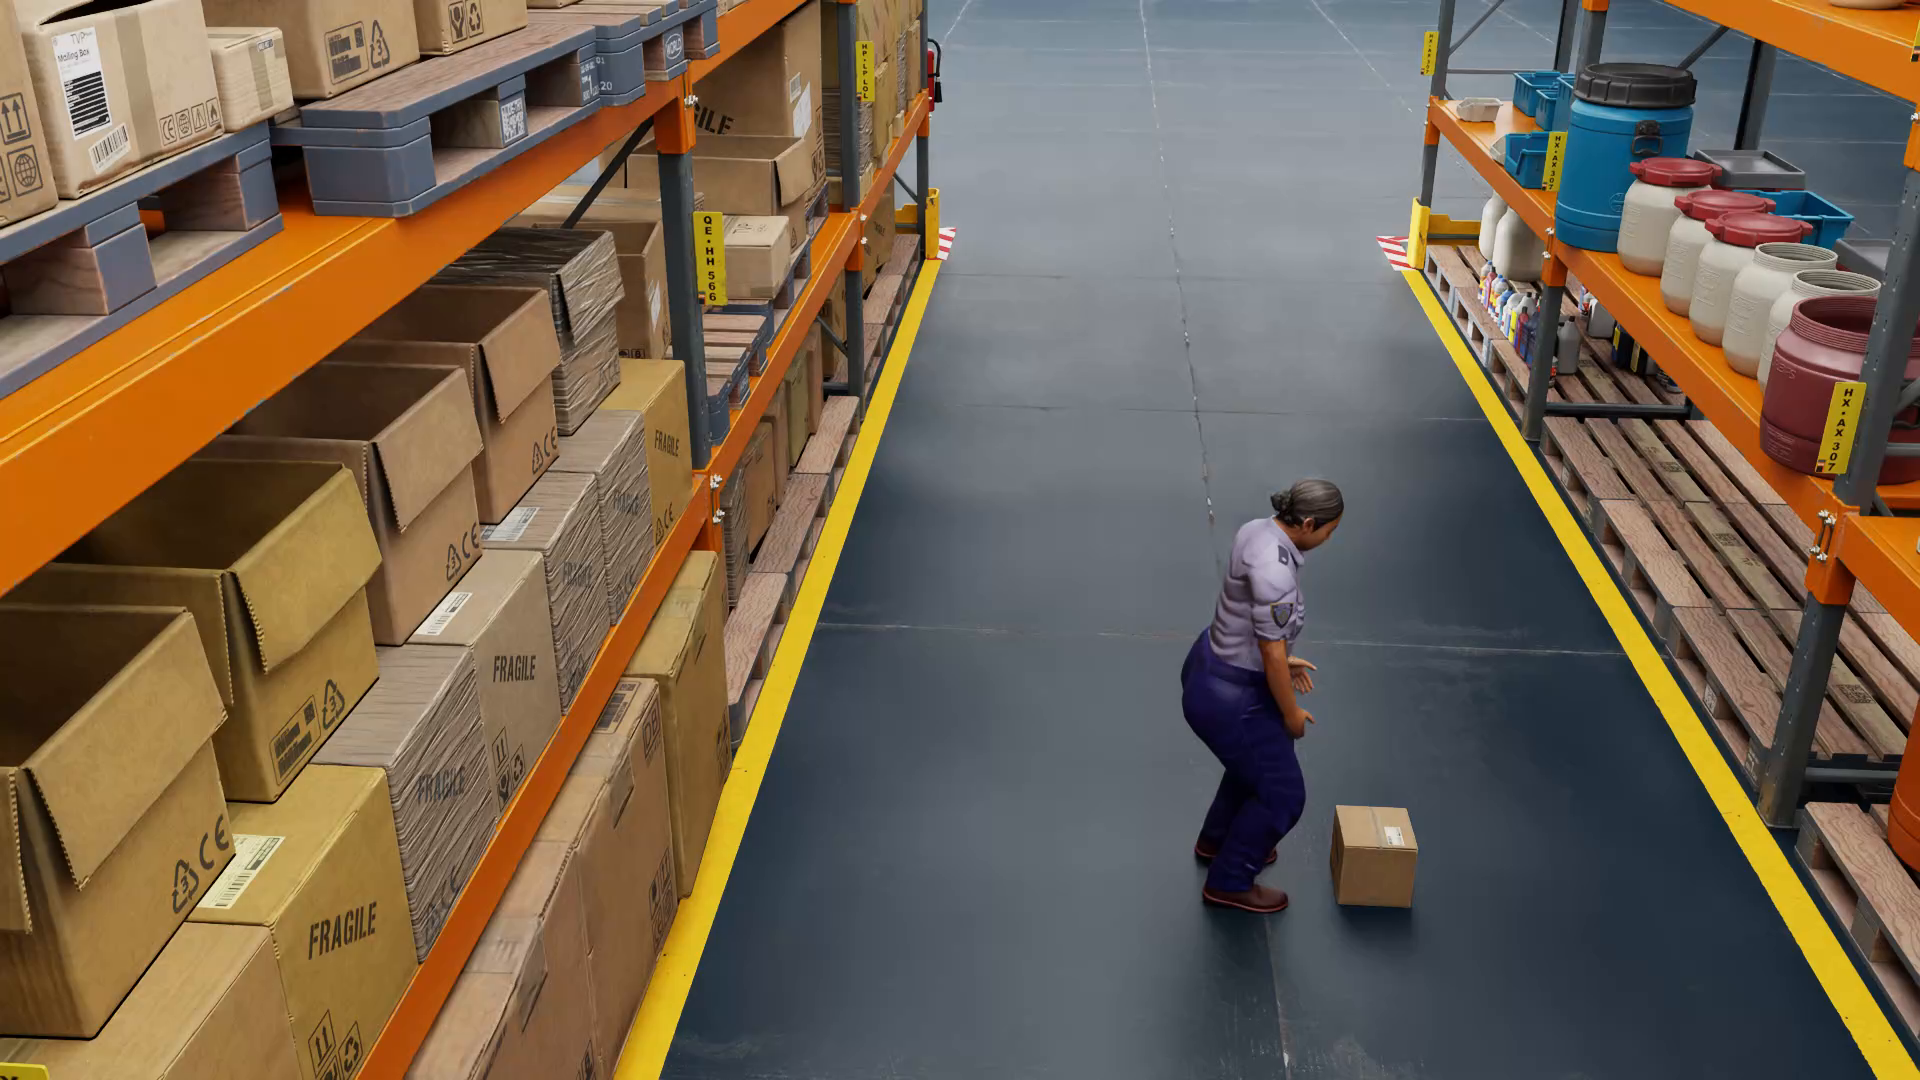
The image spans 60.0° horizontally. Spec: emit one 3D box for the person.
[{"bbox_3d":[0.996,0.503,5.668,0.485,1.546,0.515,2,25,5],"label":"person"}]
